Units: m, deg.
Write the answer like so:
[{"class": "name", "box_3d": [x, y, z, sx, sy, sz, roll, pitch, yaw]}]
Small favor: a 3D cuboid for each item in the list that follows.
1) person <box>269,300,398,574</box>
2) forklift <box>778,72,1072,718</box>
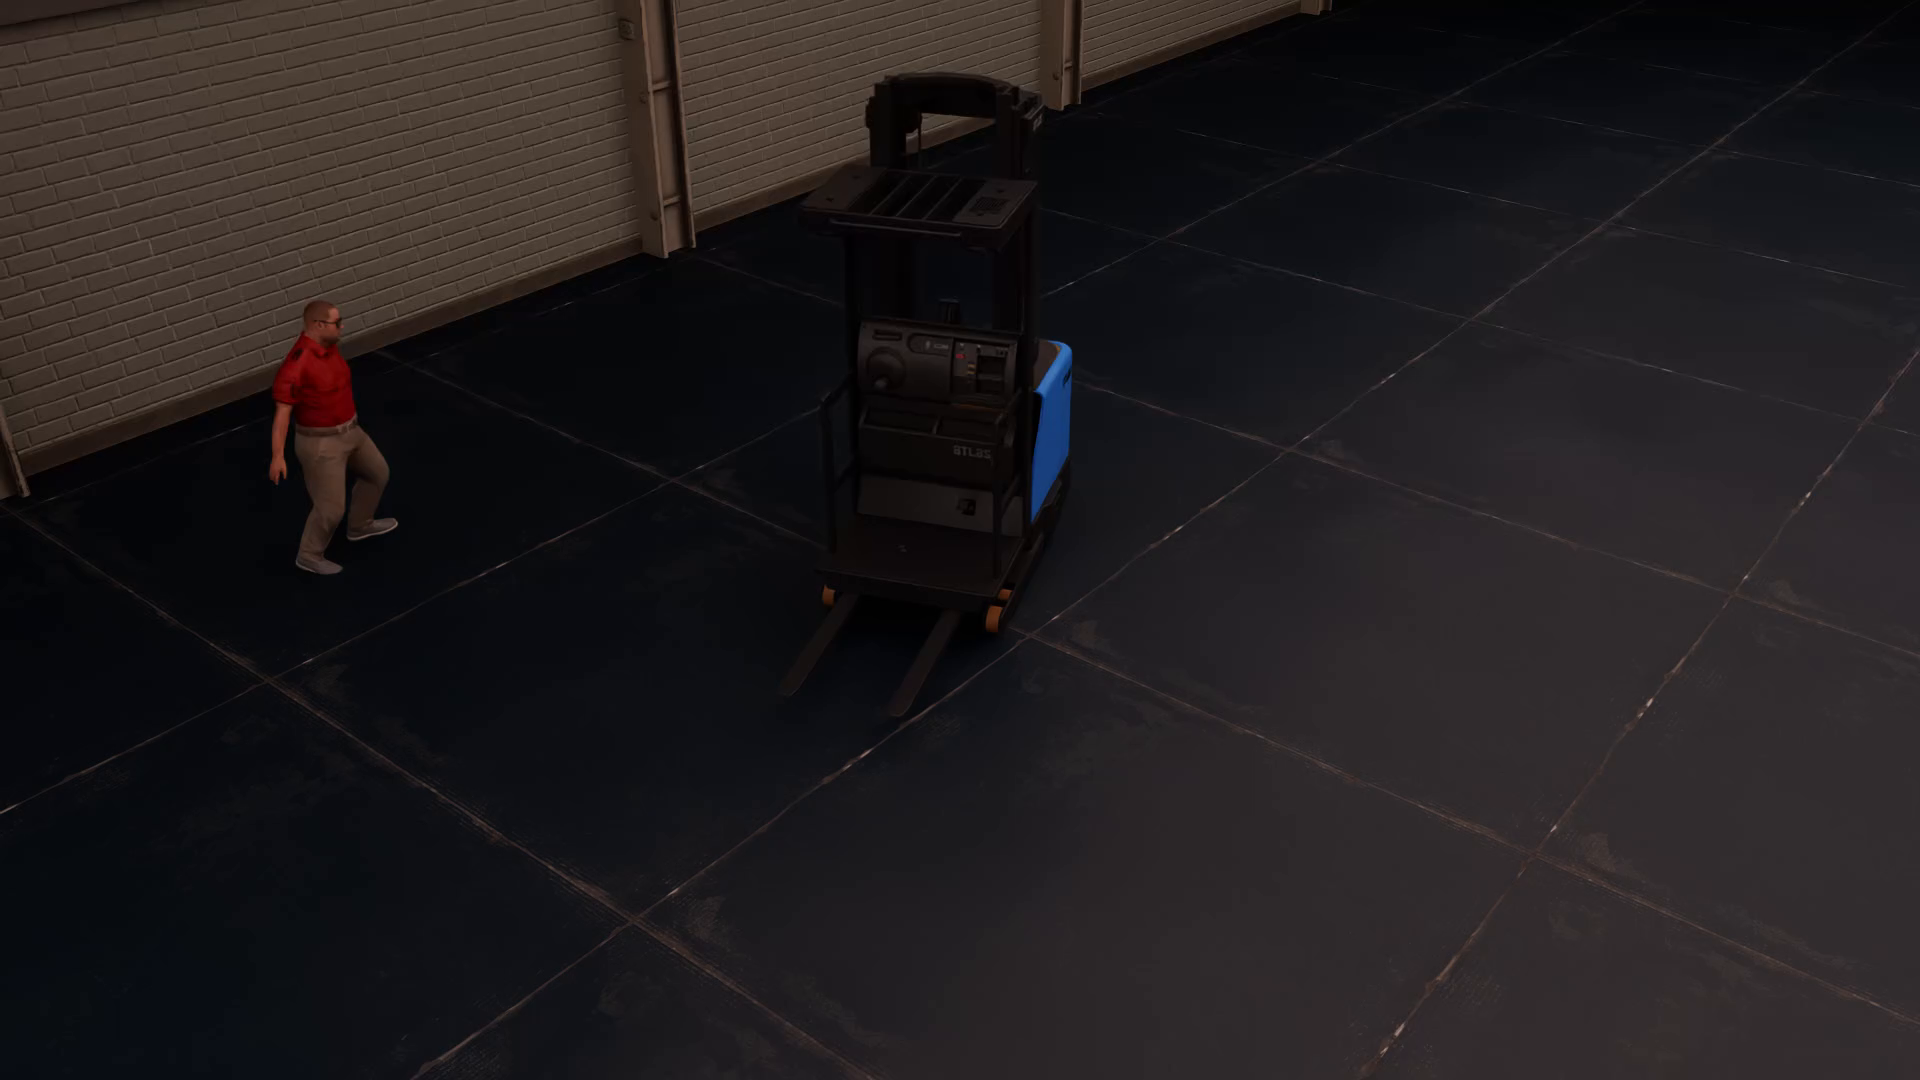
[{"class": "person", "box_3d": [-3.804, -0.587, 9.908, 0.476, 1.717, 0.896, 7, 31, 11]}, {"class": "forklift", "box_3d": [-0.190, -0.947, 9.216, 1.130, 2.935, 3.031, 9, 31, 14]}]
